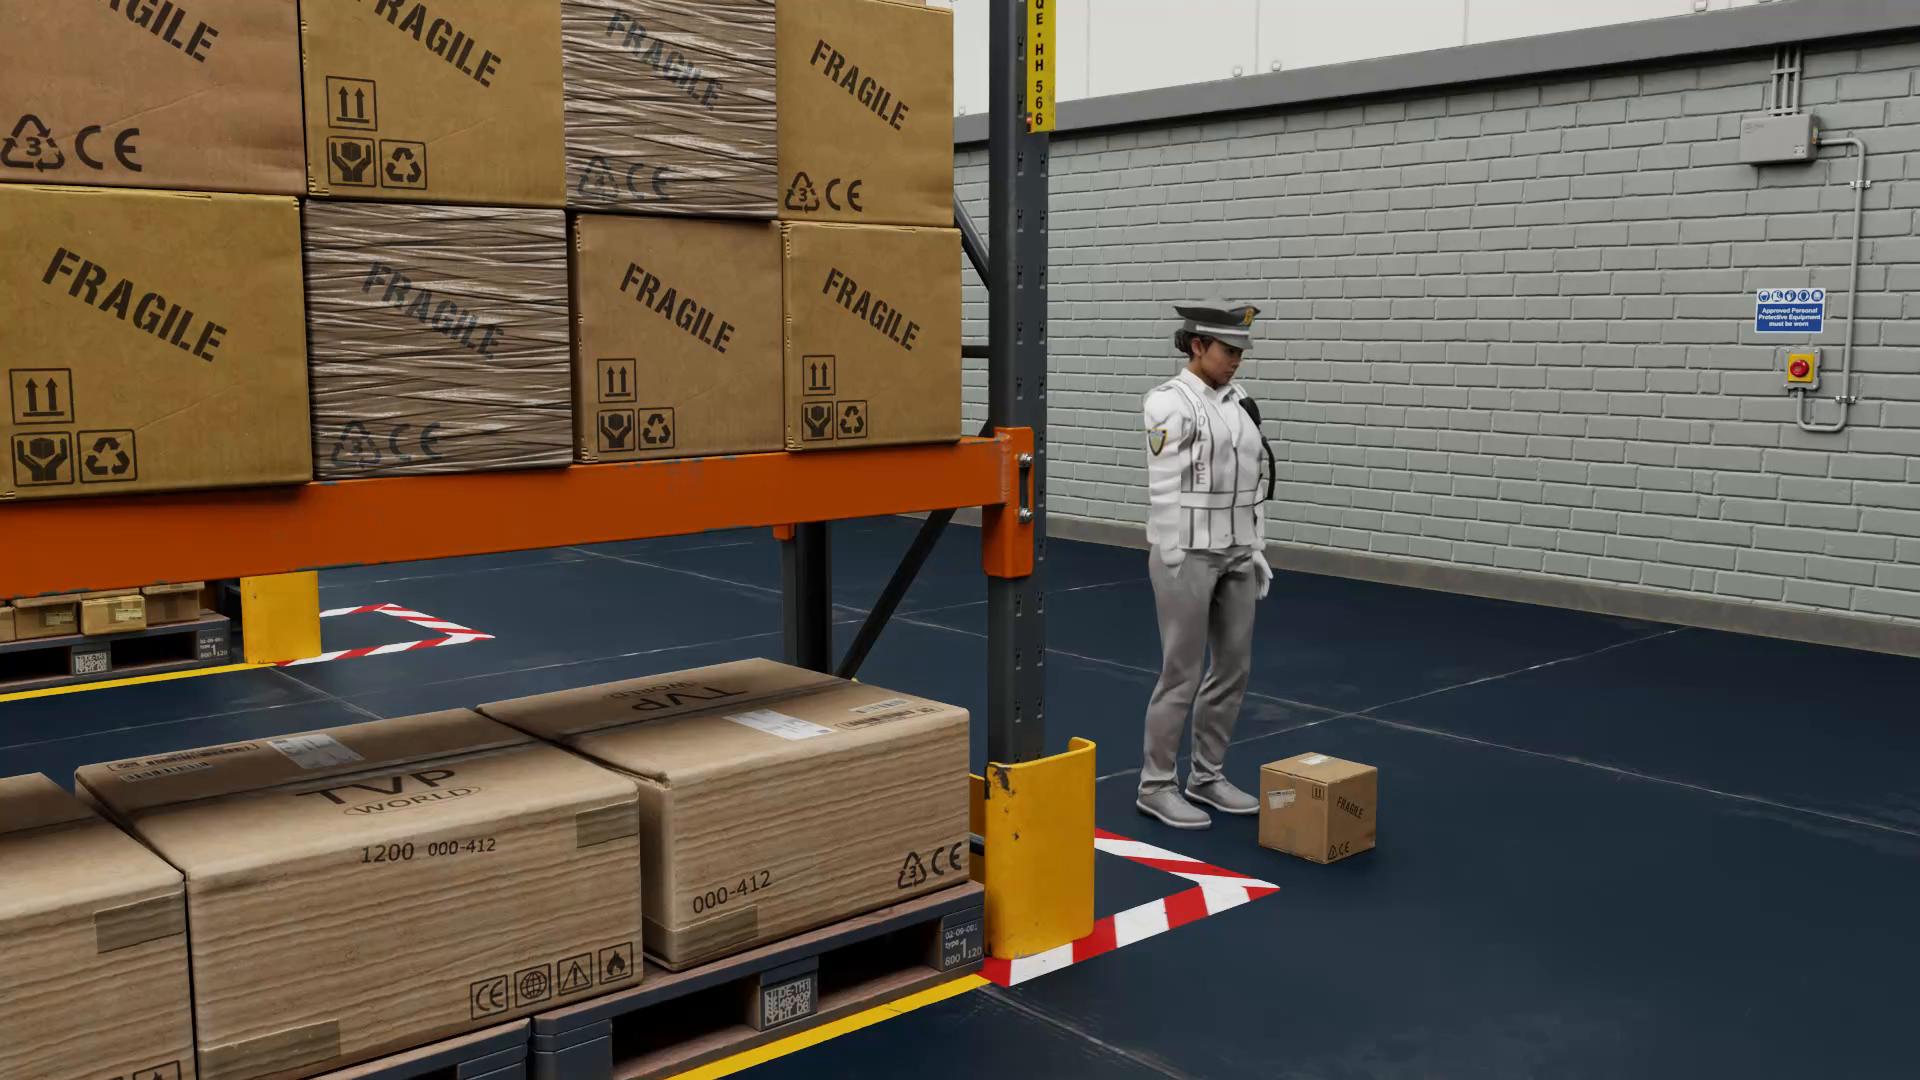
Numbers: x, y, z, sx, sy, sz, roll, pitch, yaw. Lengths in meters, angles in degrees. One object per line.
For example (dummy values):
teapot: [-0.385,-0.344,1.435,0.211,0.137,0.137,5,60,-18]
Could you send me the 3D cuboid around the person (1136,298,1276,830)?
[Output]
person: [0.797,0.067,5.320,0.471,1.664,0.327,-6,10,-40]
